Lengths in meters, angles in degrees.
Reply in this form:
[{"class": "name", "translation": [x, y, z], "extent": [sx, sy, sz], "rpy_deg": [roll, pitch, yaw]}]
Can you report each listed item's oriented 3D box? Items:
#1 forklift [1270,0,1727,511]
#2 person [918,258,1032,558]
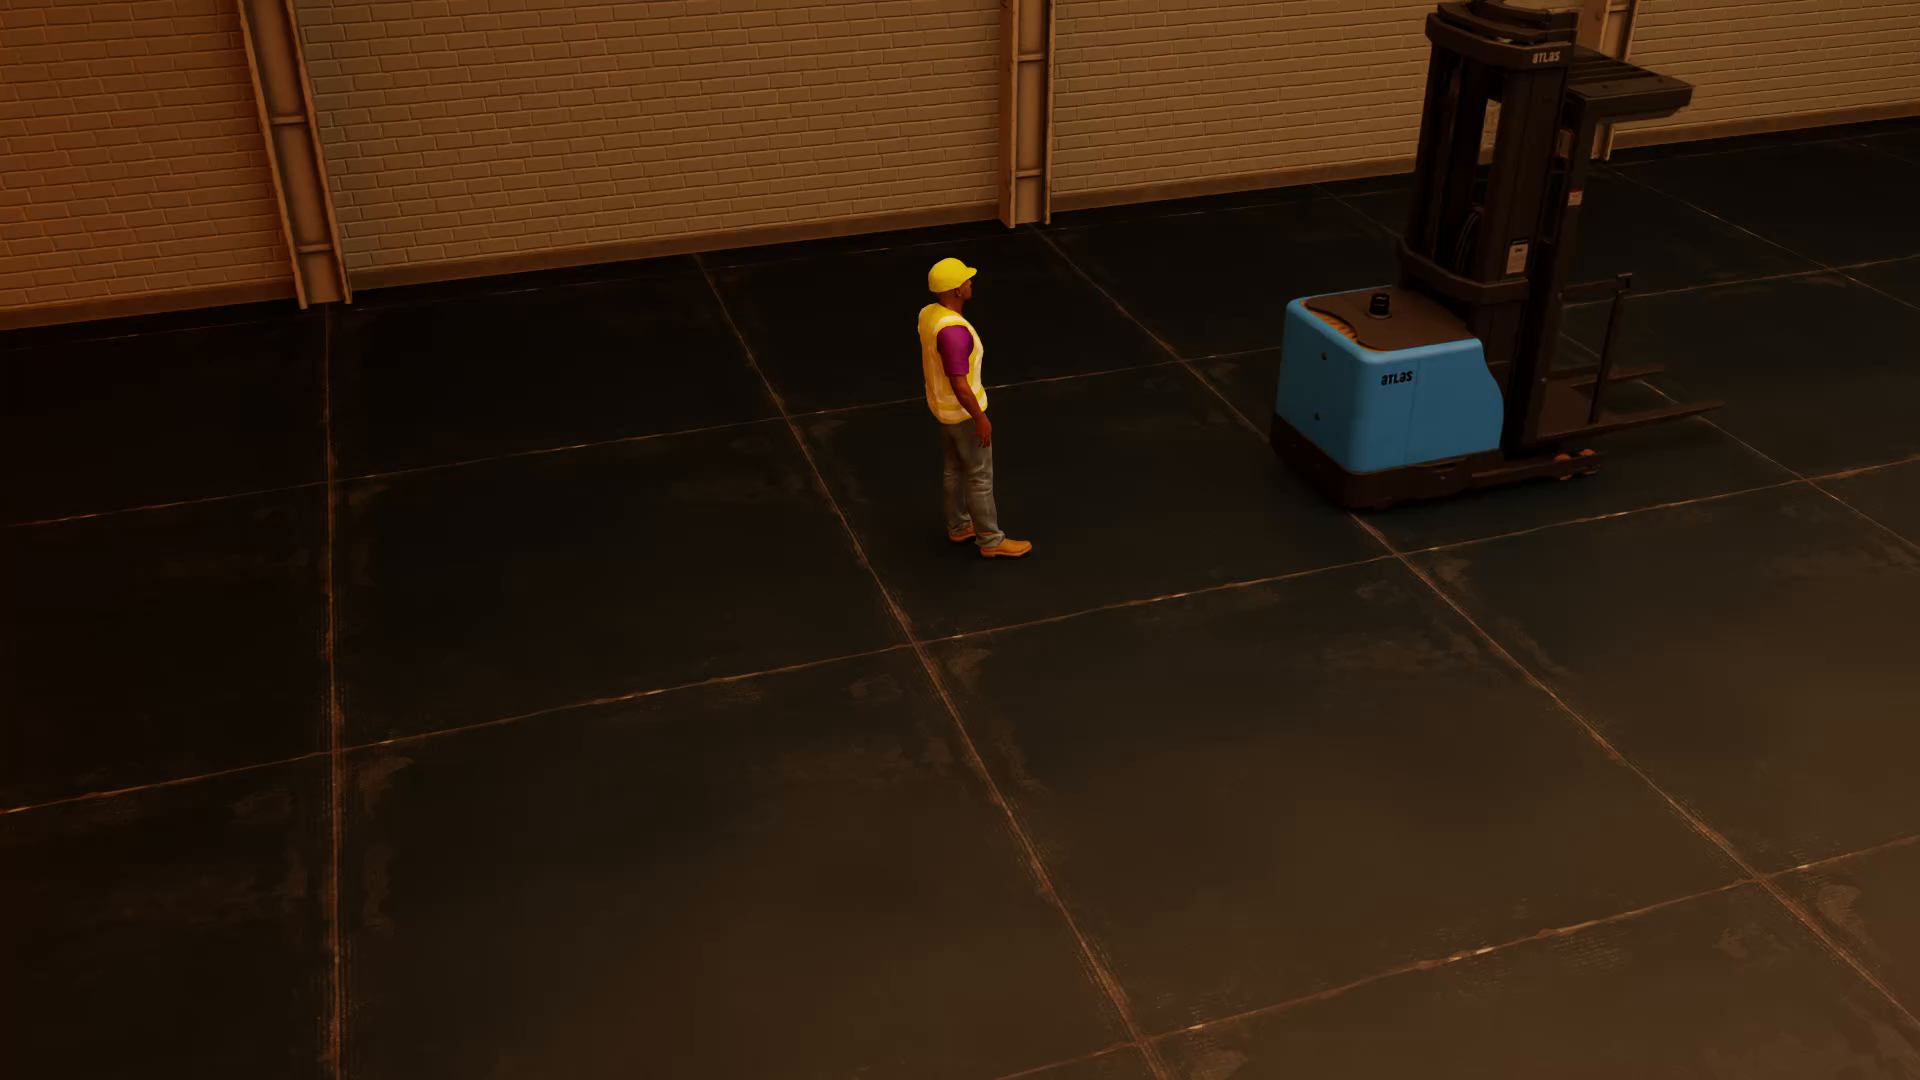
[{"class": "forklift", "translation": [3.620, -1.892, 10.375], "extent": [3.031, 2.935, 1.130], "rpy_deg": [-10, 31, -17]}, {"class": "person", "translation": [0.068, -0.780, 9.596], "extent": [0.577, 1.765, 0.665], "rpy_deg": [-10, 31, -16]}]
